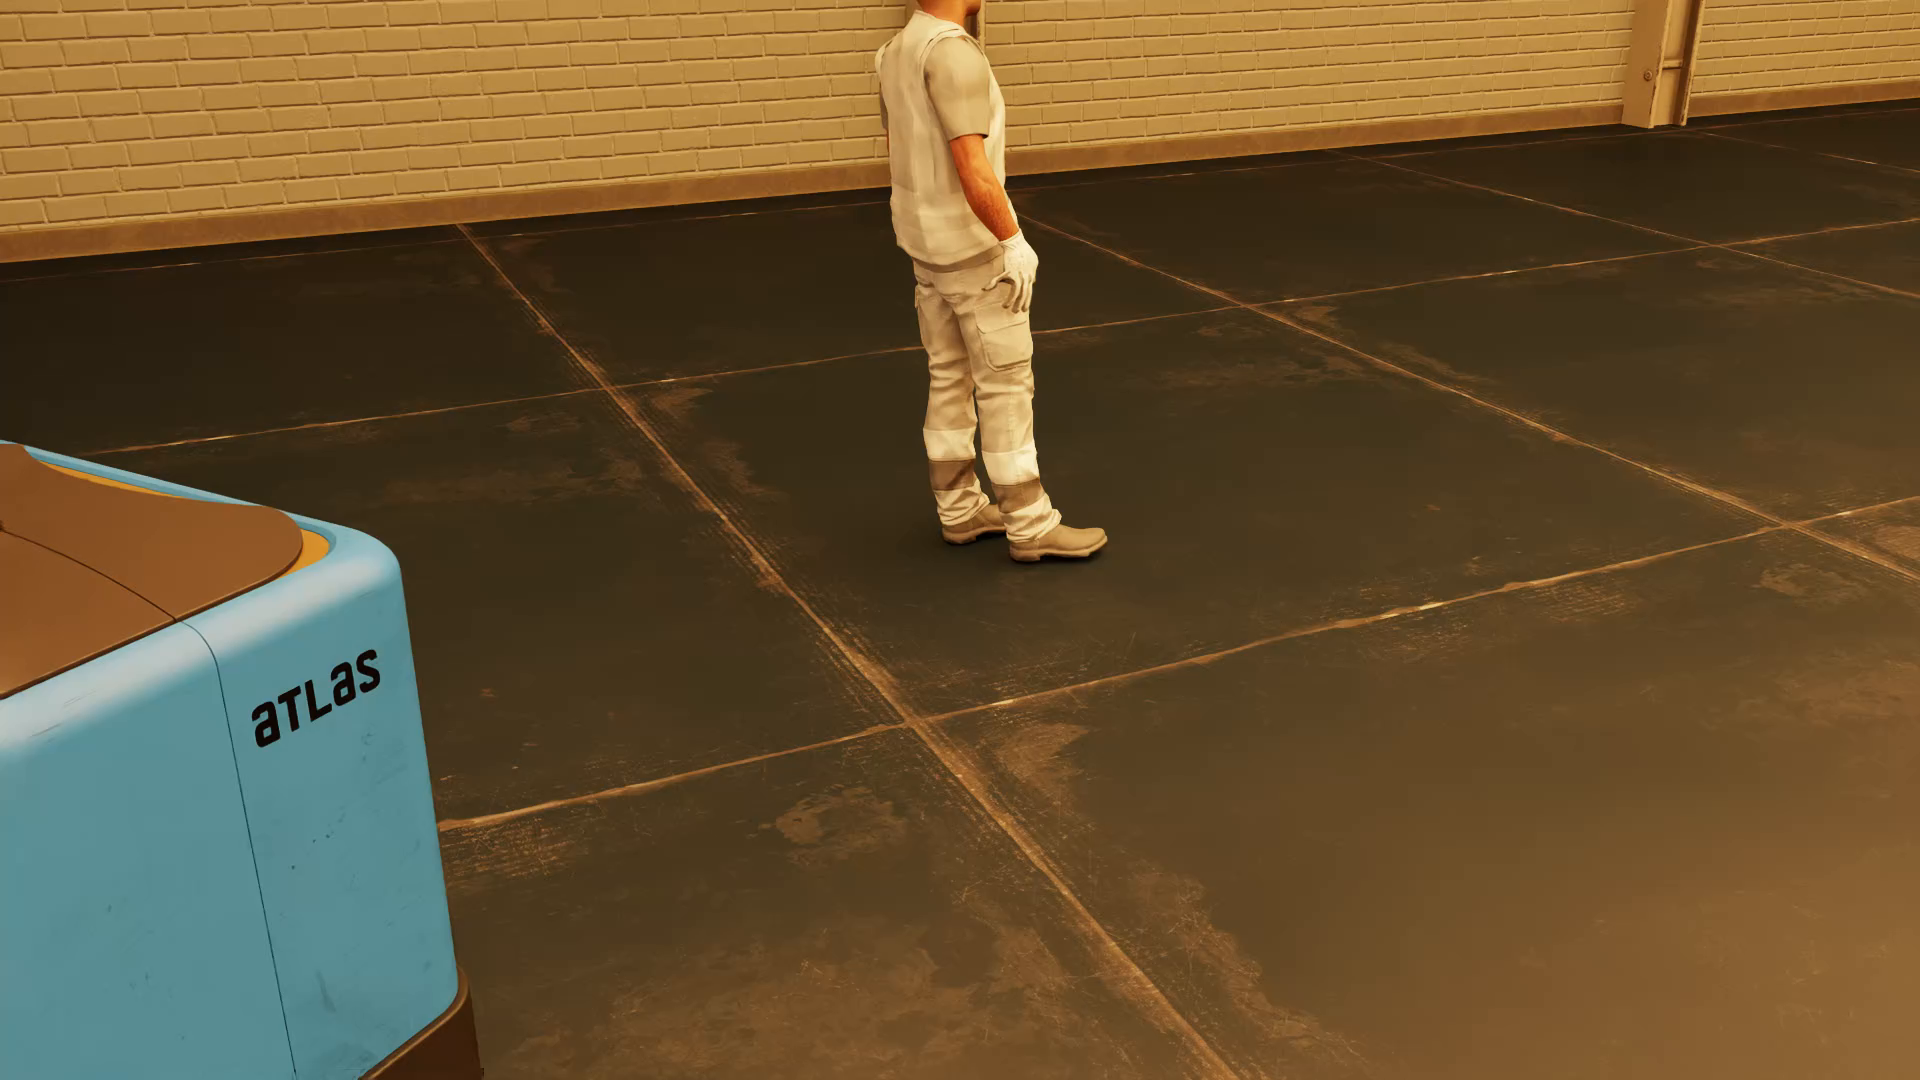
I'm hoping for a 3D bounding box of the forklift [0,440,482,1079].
[{"bbox_3d":[-1.918,0.040,1.190,1.130,2.935,3.031,12,25,26],"label":"forklift"}]

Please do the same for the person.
[{"bbox_3d":[0.078,-0.842,4.784,0.562,1.789,0.638,-10,25,-23],"label":"person"}]
